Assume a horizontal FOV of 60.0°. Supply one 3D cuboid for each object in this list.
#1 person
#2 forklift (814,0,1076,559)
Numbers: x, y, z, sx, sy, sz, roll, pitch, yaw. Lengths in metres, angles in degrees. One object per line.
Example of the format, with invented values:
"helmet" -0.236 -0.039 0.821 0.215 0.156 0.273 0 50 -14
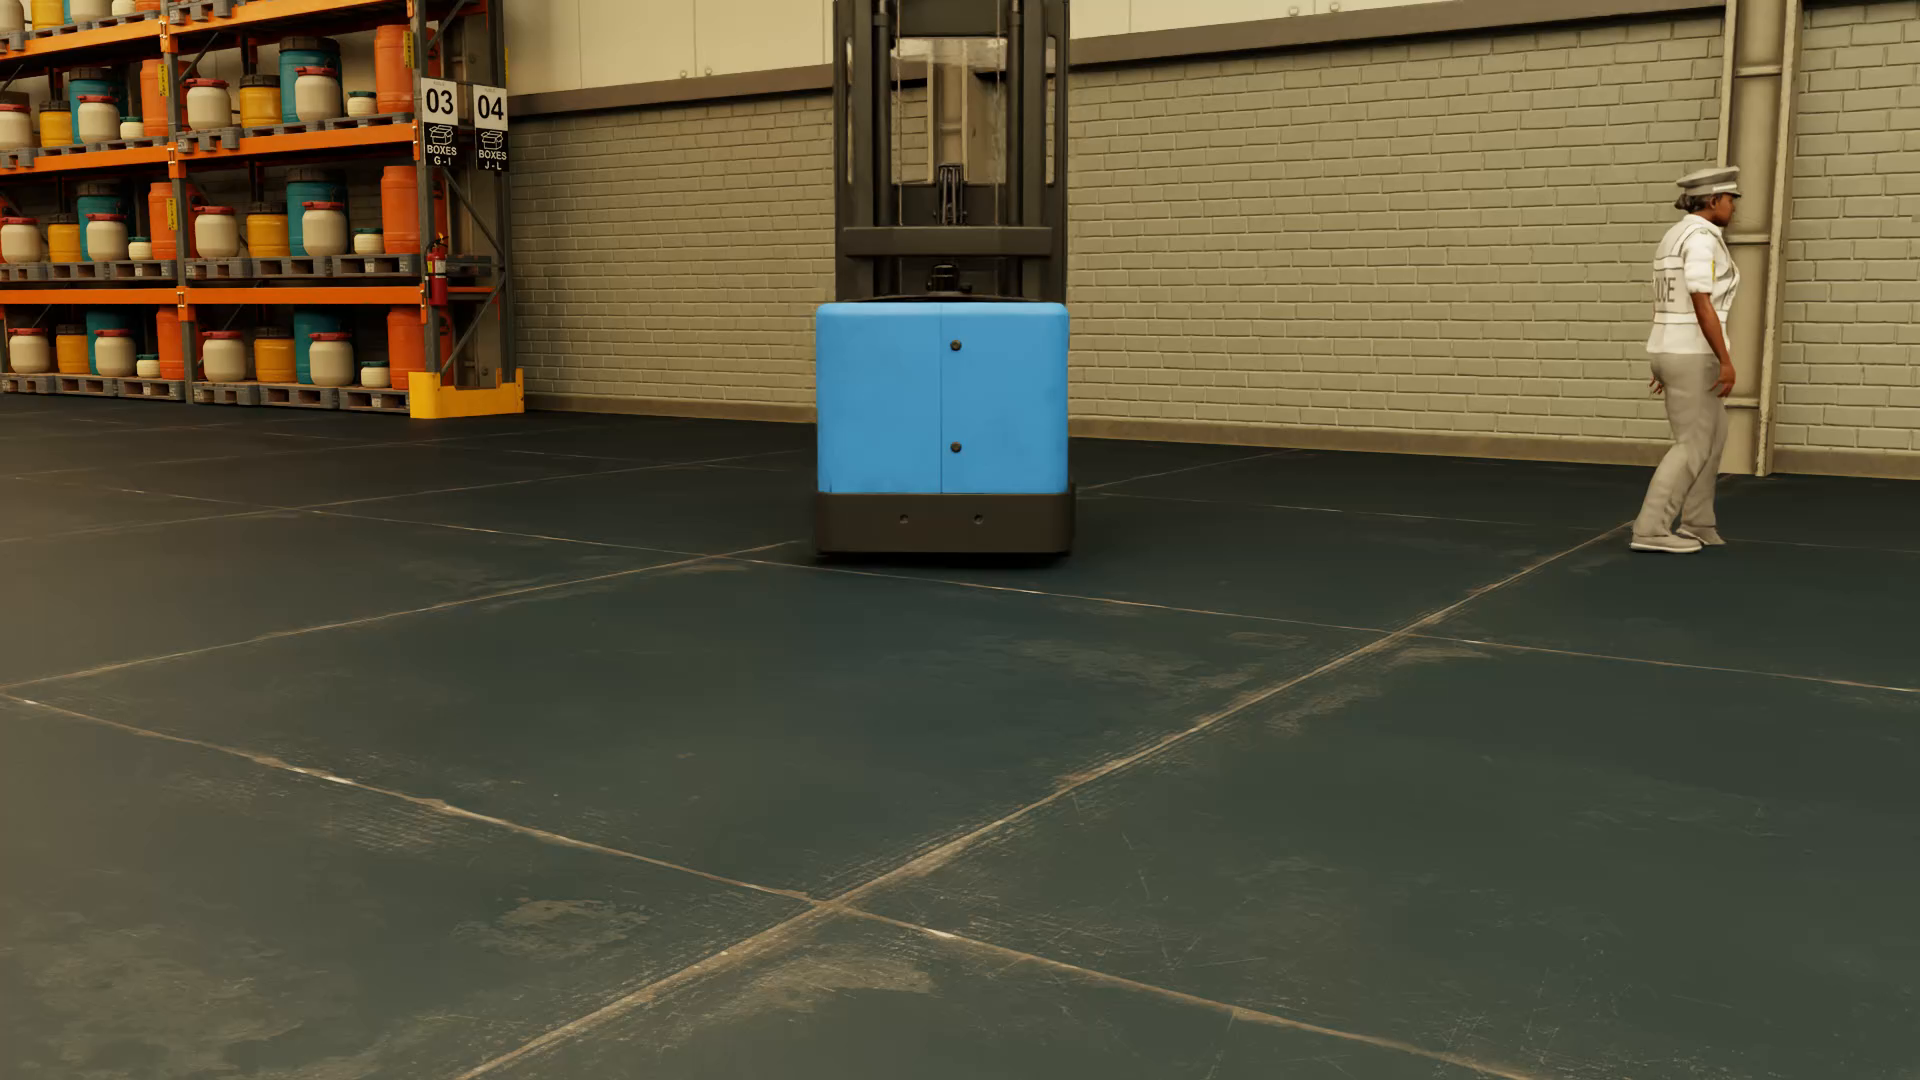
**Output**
"person" 3.205 -0.746 7.210 0.533 1.707 0.568 1 8 8
"forklift" -0.035 -1.541 8.032 1.130 2.935 3.031 0 8 2
